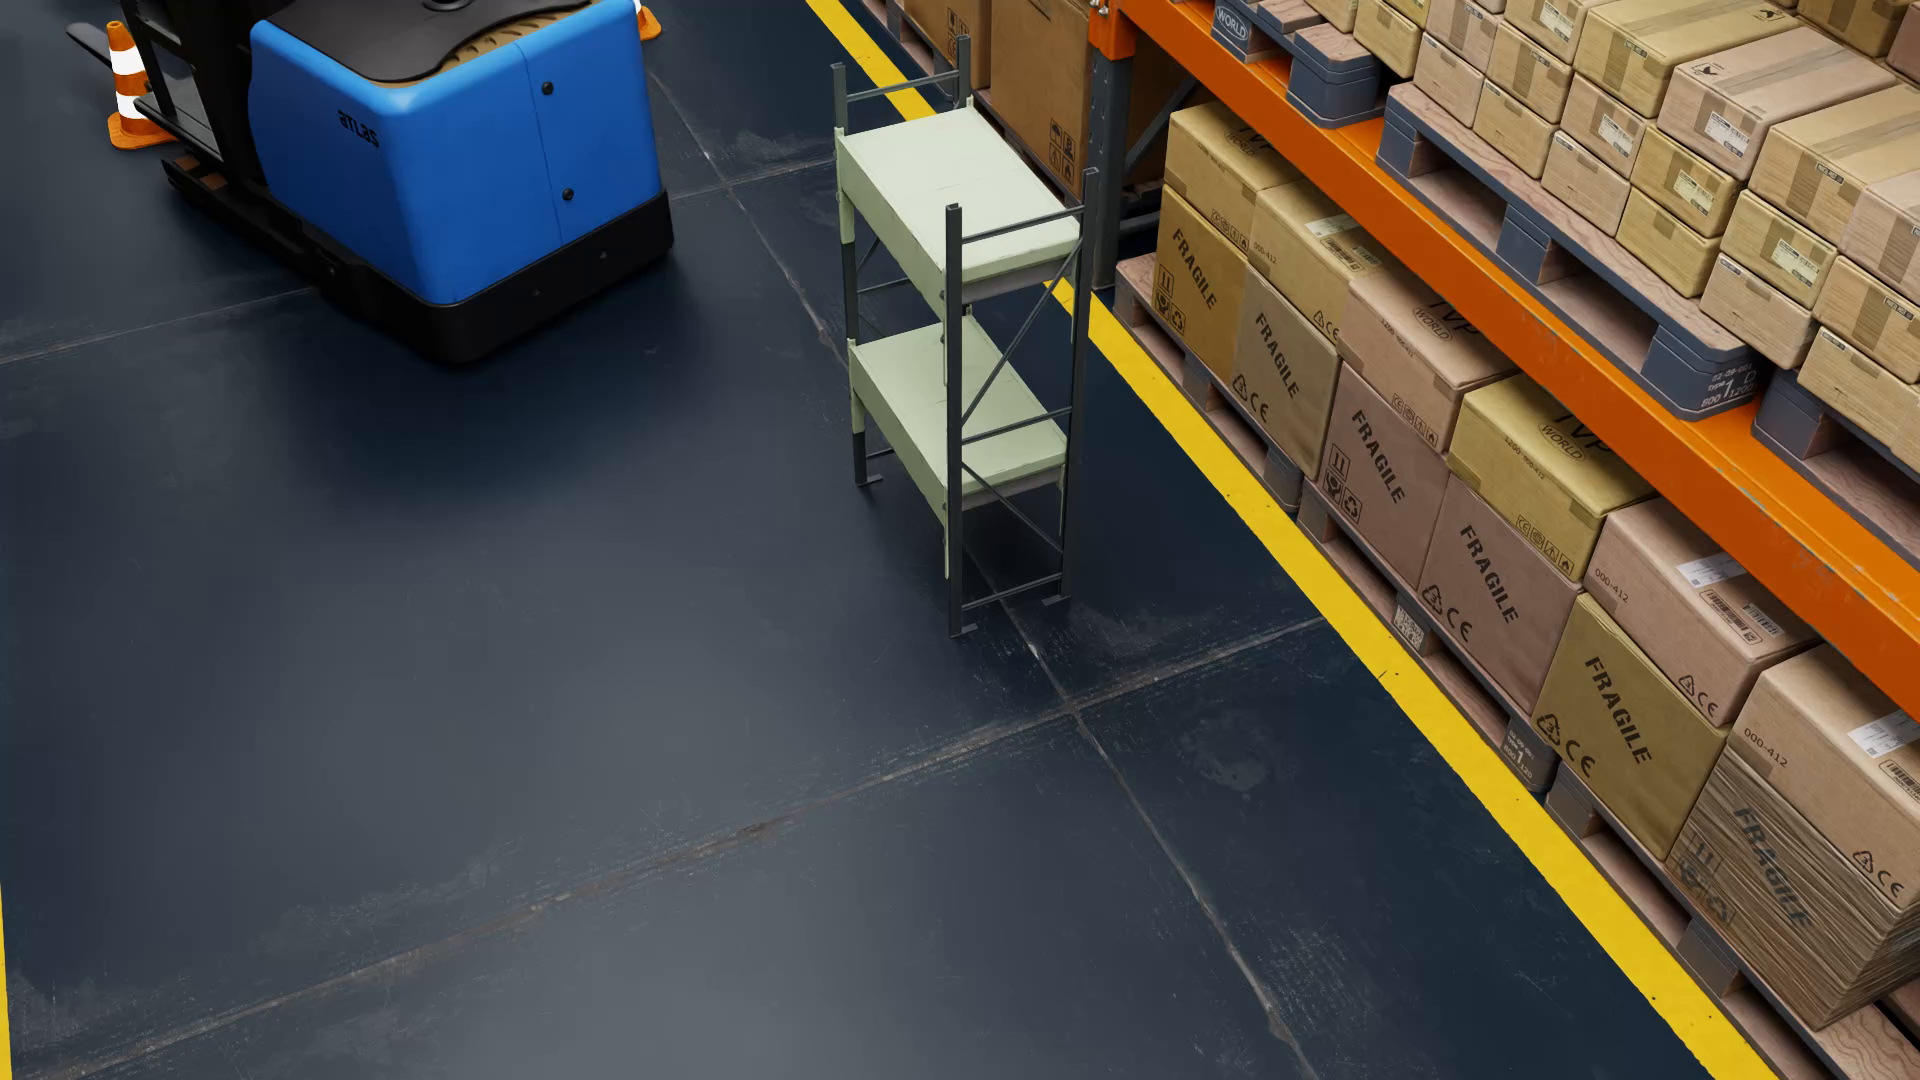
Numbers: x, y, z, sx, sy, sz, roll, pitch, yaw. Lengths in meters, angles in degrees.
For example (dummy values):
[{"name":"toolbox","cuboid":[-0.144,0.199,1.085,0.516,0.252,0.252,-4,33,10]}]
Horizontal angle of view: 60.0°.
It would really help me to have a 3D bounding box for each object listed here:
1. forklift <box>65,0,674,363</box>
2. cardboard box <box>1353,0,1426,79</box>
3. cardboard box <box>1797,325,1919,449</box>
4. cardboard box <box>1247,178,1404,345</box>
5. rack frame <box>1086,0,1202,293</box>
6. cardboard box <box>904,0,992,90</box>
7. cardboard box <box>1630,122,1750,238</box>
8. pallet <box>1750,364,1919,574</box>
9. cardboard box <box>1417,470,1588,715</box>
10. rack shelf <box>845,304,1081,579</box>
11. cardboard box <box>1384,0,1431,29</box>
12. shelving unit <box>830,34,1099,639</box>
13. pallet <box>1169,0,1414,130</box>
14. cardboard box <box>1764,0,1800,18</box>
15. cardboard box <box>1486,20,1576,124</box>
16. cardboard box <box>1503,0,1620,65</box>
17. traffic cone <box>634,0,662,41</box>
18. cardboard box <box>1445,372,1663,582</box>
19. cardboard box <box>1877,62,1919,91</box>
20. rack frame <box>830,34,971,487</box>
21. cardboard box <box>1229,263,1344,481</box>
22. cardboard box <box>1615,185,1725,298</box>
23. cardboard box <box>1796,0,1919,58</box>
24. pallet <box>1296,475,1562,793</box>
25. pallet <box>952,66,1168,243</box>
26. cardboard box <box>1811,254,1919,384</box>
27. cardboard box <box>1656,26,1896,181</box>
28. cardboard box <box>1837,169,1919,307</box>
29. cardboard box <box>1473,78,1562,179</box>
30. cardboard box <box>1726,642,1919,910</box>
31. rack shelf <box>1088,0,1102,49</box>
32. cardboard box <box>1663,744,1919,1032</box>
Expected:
[{"name":"forklift","cuboid":[-2.514,-2.561,5.758,3.031,2.935,1.130,32,53,28]},{"name":"cardboard box","cuboid":[1.274,-1.373,4.386,0.380,0.149,0.250,-16,47,-16]},{"name":"cardboard box","cuboid":[1.945,-0.363,3.362,0.380,0.149,0.250,-20,48,-19]},{"name":"cardboard box","cuboid":[1.211,-0.865,4.938,0.500,0.250,0.500,-19,48,-18]},{"name":"rack frame","cuboid":[0.928,-2.172,5.316,1.000,3.000,0.127,-18,47,-17]},{"name":"cardboard box","cuboid":[0.383,-2.492,6.942,1.050,0.750,0.750,-17,47,-17]},{"name":"cardboard box","cuboid":[1.705,-0.823,3.617,0.380,0.149,0.250,-18,47,-17]},{"name":"pallet","cuboid":[2.420,-0.085,3.337,1.003,0.211,1.213,-18,47,-17]},{"name":"cardboard box","cuboid":[1.643,0.065,4.530,0.500,0.500,0.500,-19,48,-18]},{"name":"rack shelf","cuboid":[-0.003,-0.306,4.957,0.431,0.370,0.720,-18,47,-17]},{"name":"cardboard box","cuboid":[1.286,-1.469,4.271,0.380,0.149,0.250,-18,47,-17]},{"name":"shelving unit","cuboid":[-0.003,-0.538,4.728,0.431,1.500,0.755,-18,47,-17]},{"name":"pallet","cuboid":[1.324,-1.681,4.955,1.213,0.211,1.003,-18,47,-17]},{"name":"cardboard box","cuboid":[2.093,-1.337,4.137,0.380,0.149,0.250,-17,47,-16]},{"name":"cardboard box","cuboid":[1.491,-1.151,3.949,0.380,0.149,0.250,-18,48,-18]},{"name":"cardboard box","cuboid":[1.500,-1.255,3.843,0.380,0.149,0.250,-17,47,-16]},{"name":"traffic cone","cuboid":[-1.560,-2.518,7.472,0.336,0.463,0.334,-18,47,-17]},{"name":"cardboard box","cuboid":[1.628,-0.214,4.278,0.500,0.250,0.500,-20,48,-19]},{"name":"cardboard box","cuboid":[2.305,-1.011,3.807,0.380,0.149,0.250,-19,48,-18]},{"name":"rack frame","cuboid":[-0.157,-0.771,4.964,0.400,1.500,0.023,-18,47,-17]},{"name":"cardboard box","cuboid":[1.208,-0.587,5.190,0.500,0.500,0.500,-17,47,-17]},{"name":"cardboard box","cuboid":[1.712,-0.707,3.711,0.380,0.149,0.250,-16,47,-16]},{"name":"cardboard box","cuboid":[2.200,-1.276,3.864,0.380,0.149,0.250,-17,47,-16]},{"name":"pallet","cuboid":[1.764,0.095,5.003,1.003,0.211,1.213,-18,47,-17]},{"name":"pallet","cuboid":[0.664,-1.704,6.827,1.003,0.211,1.213,-18,47,-17]},{"name":"cardboard box","cuboid":[1.930,-0.484,3.273,0.380,0.149,0.250,-19,48,-19]},{"name":"cardboard box","cuboid":[1.716,-0.924,3.507,0.380,0.149,0.250,-20,48,-19]},{"name":"cardboard box","cuboid":[1.932,-0.597,3.175,0.380,0.149,0.250,-18,47,-18]},{"name":"cardboard box","cuboid":[1.492,-1.043,4.052,0.380,0.149,0.250,-17,47,-17]},{"name":"cardboard box","cuboid":[2.067,0.450,3.605,0.500,0.250,0.500,-19,48,-18]},{"name":"rack shelf","cuboid":[0.087,-3.191,6.860,1.077,0.370,4.000,-18,47,-17]},{"name":"cardboard box","cuboid":[2.070,0.720,3.866,0.500,0.500,0.500,-19,48,-18]}]
